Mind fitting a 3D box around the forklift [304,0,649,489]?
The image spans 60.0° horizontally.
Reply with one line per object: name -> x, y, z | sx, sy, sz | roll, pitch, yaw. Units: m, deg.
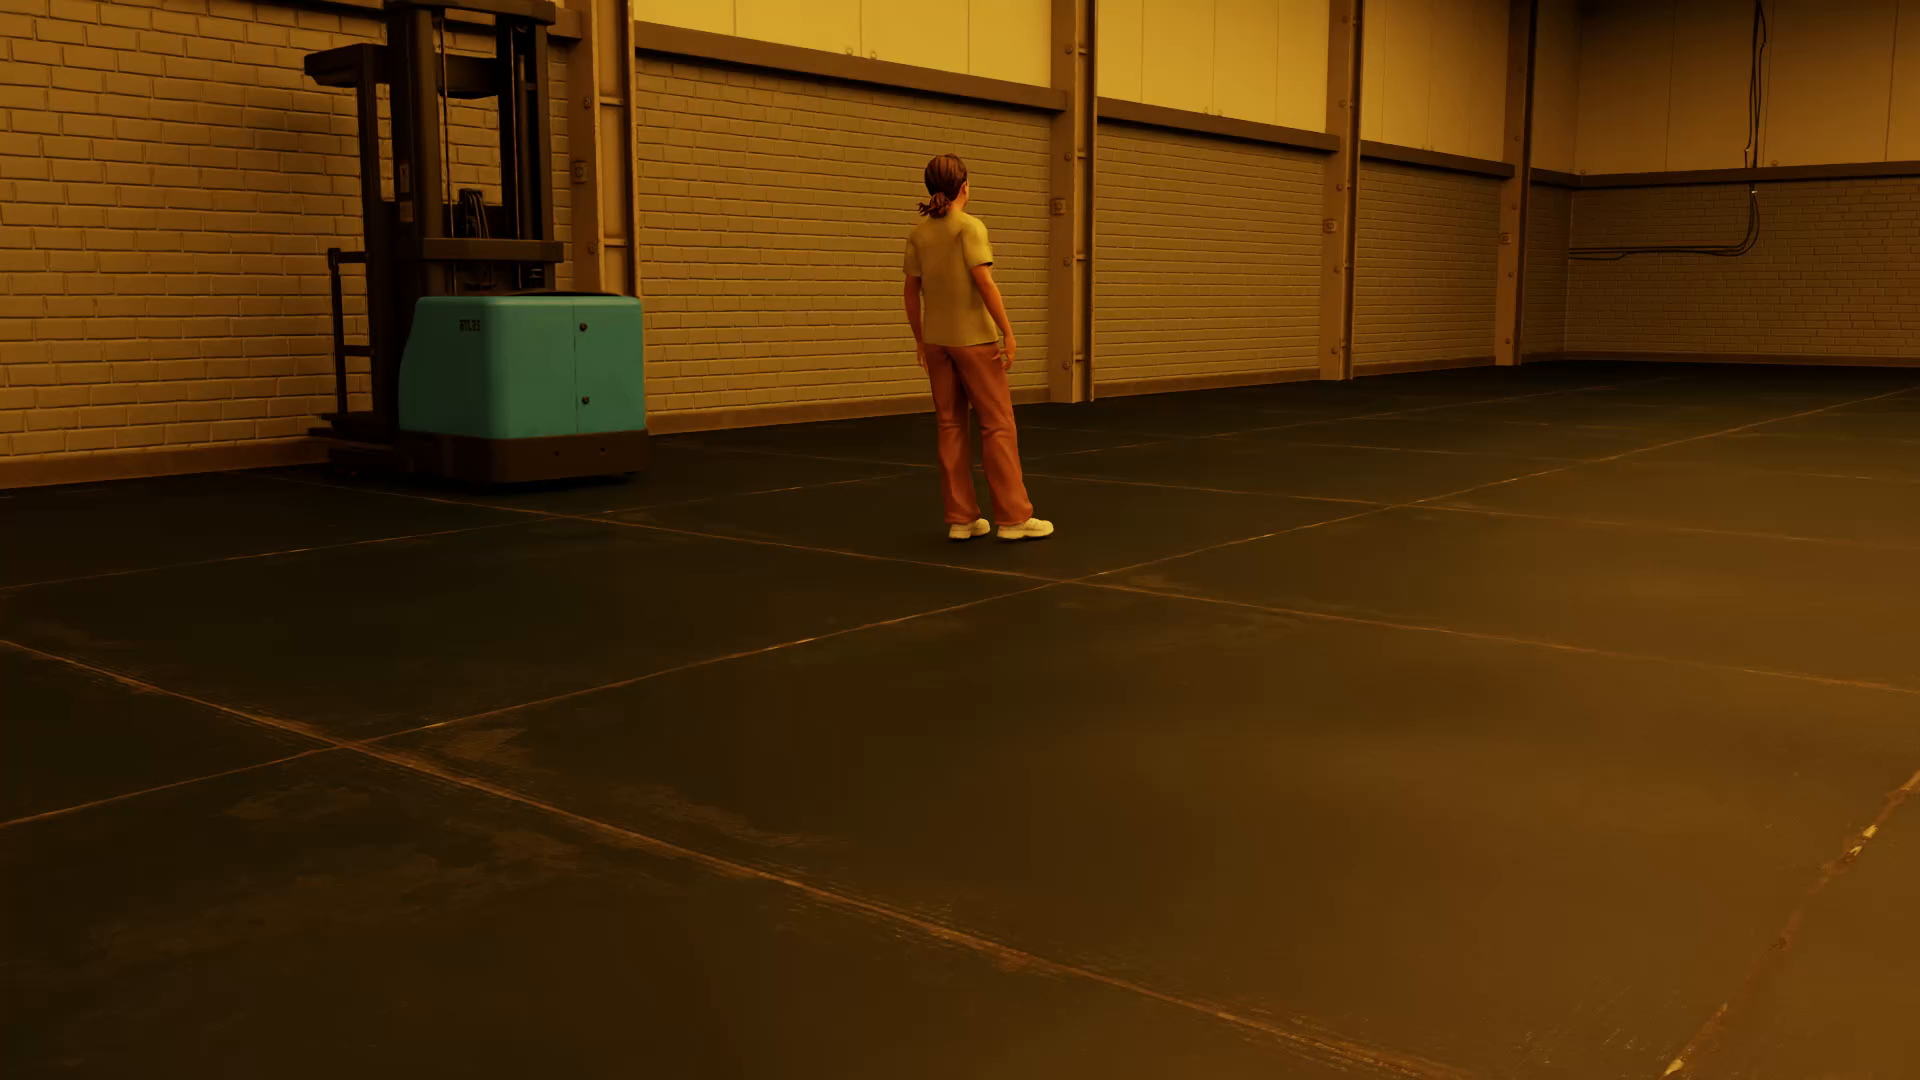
forklift -> -3.229, -1.883, 10.153 | 3.031, 2.935, 1.130 | 8, 11, 43

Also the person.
person -> 0.055, -0.843, 7.332 | 0.555, 1.675, 0.549 | 7, 11, 38
